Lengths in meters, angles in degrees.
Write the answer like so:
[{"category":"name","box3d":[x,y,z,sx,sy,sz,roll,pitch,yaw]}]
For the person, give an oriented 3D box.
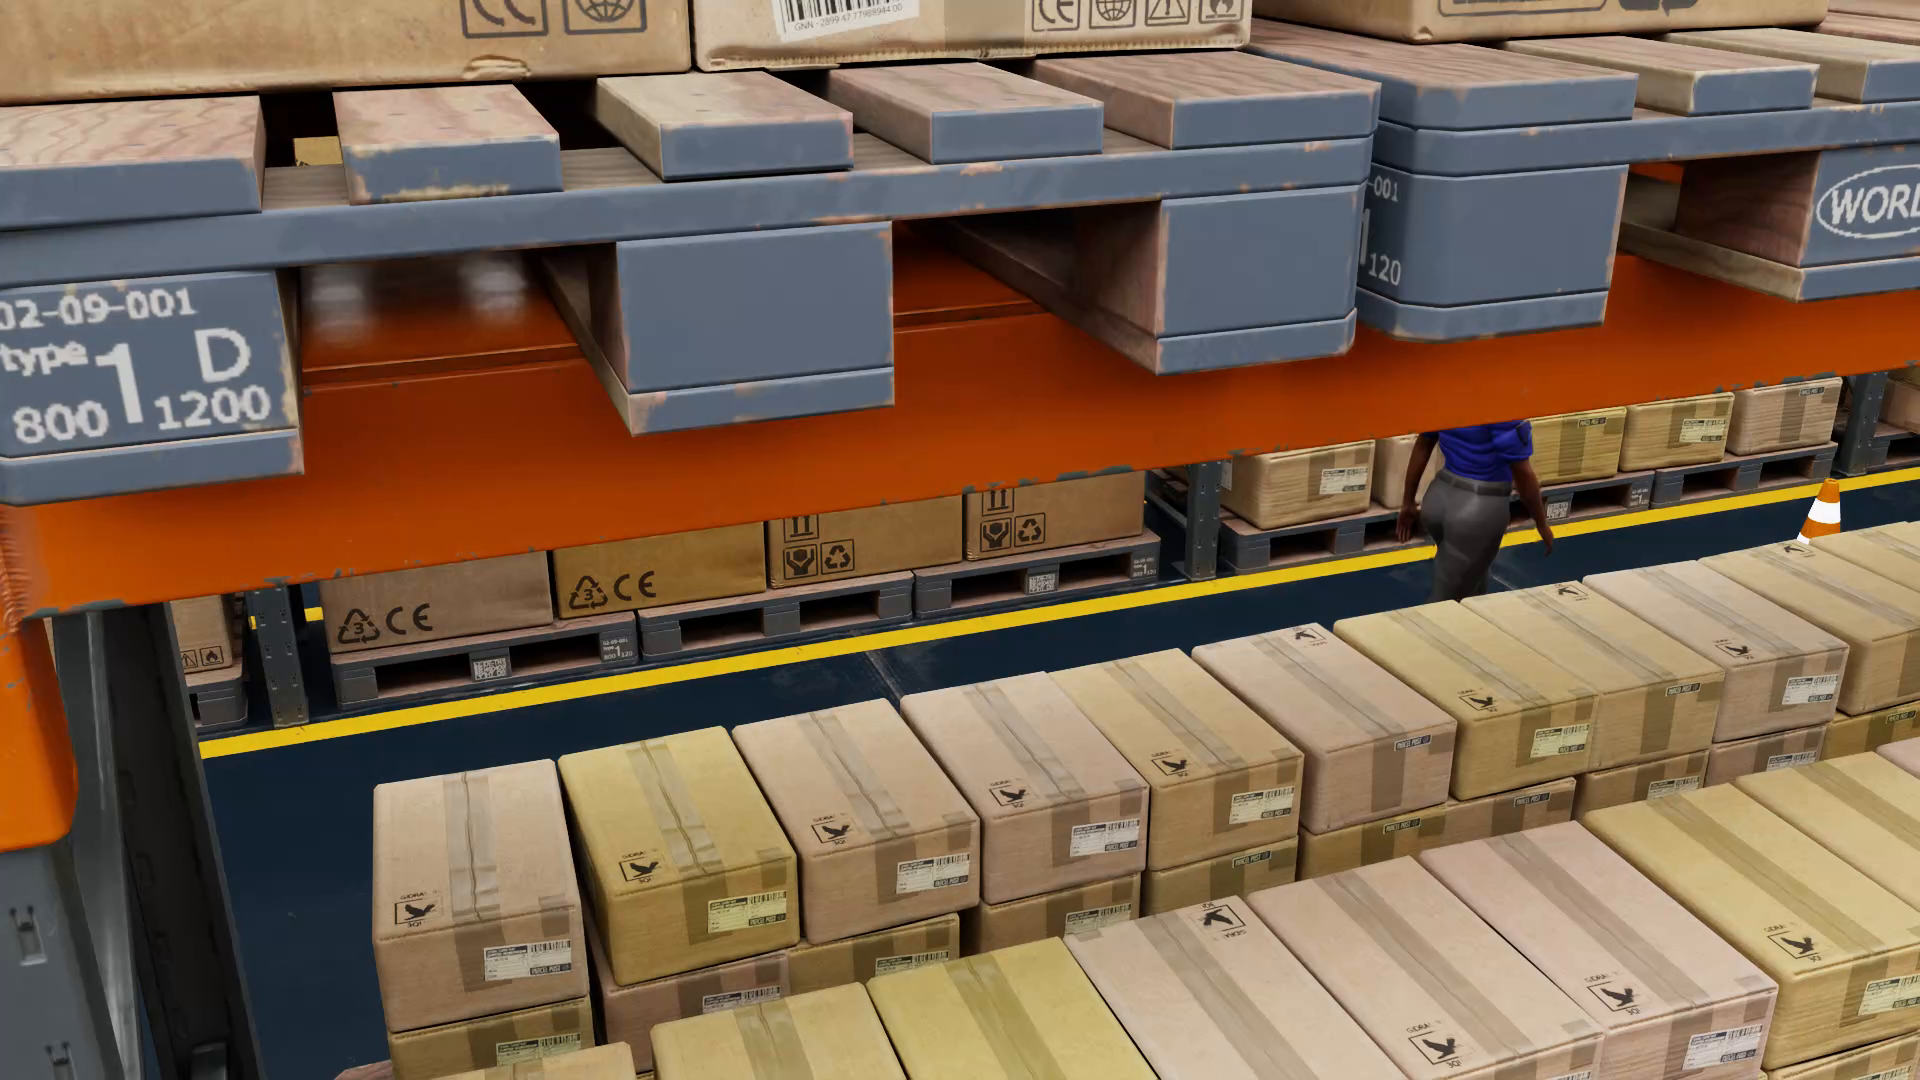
[{"category":"person","box3d":[1.997,-0.095,6.319,0.860,1.646,0.485,-10,25,-22]}]
